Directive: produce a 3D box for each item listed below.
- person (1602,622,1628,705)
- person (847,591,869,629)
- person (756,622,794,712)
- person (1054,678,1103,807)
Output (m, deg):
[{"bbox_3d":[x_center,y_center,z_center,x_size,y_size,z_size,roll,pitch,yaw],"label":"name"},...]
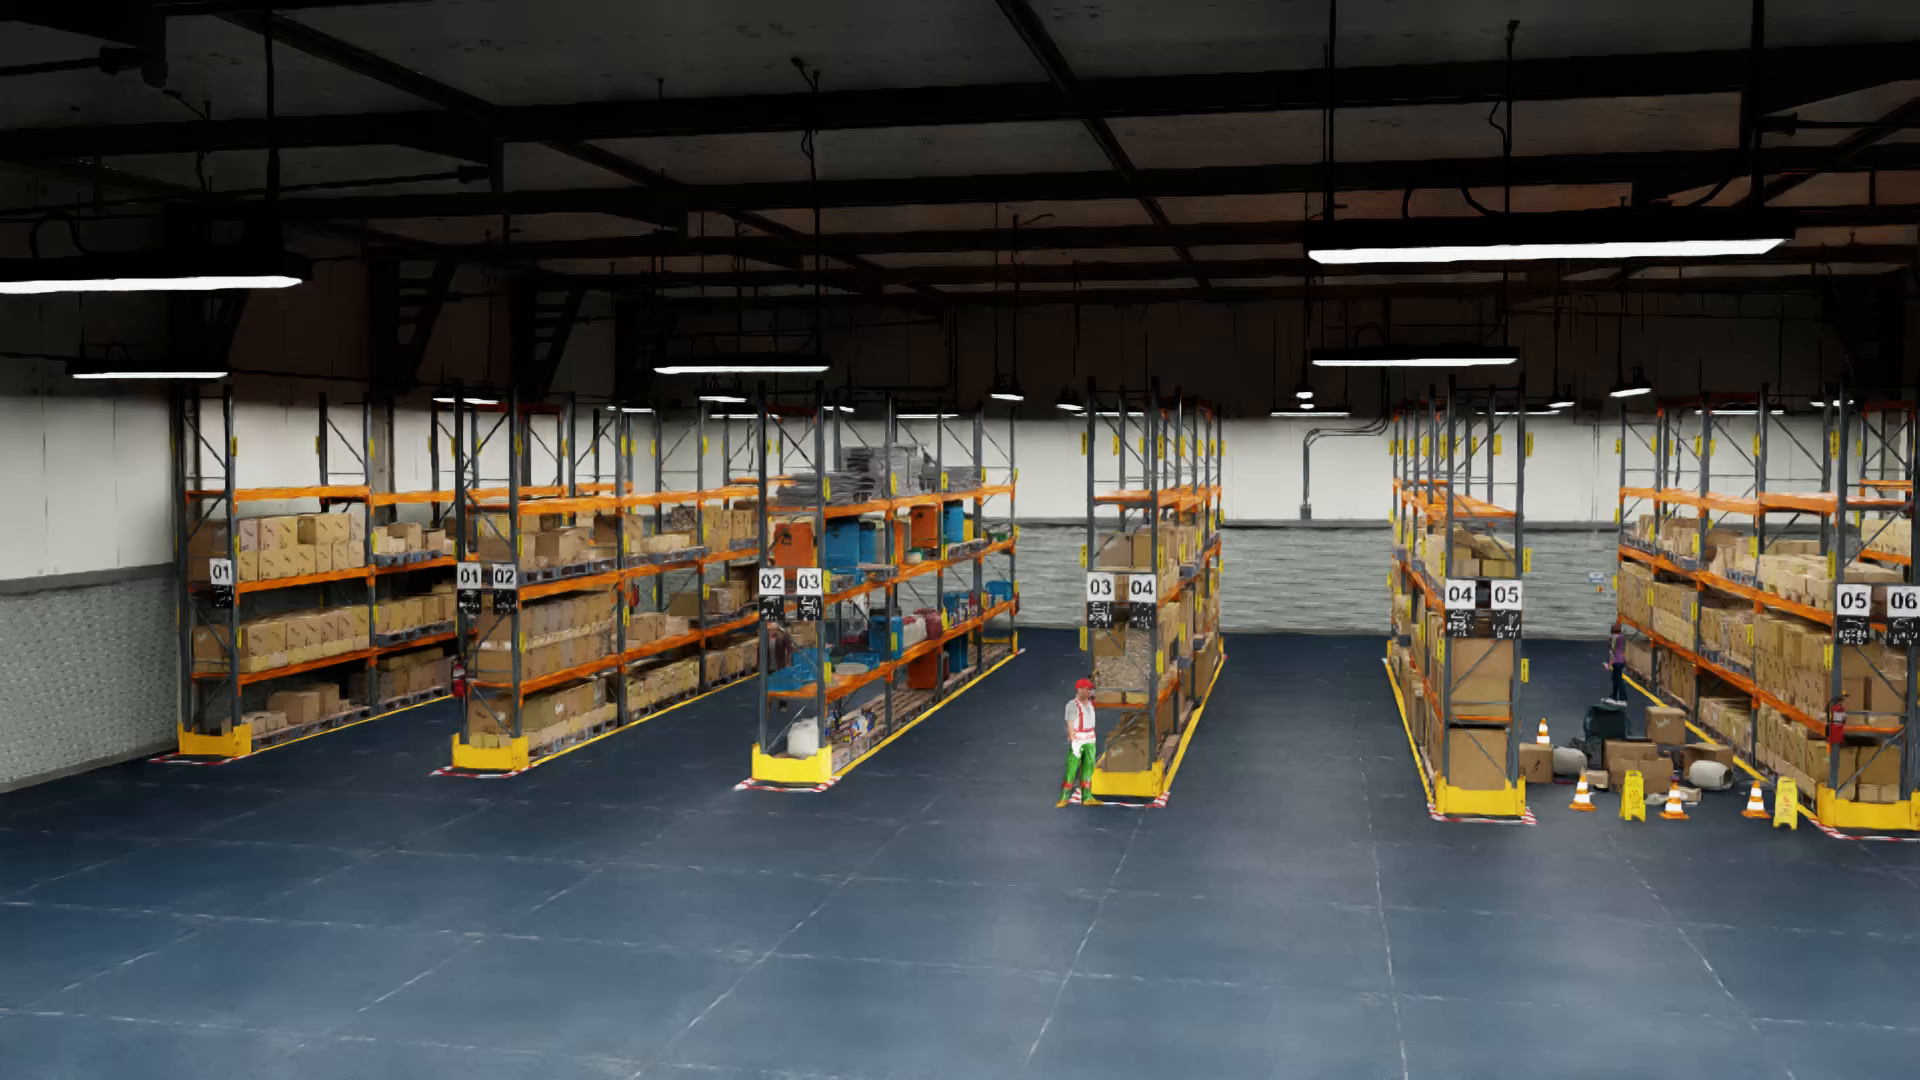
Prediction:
[{"bbox_3d":[12.723,2.386,32.282,0.532,1.587,0.535,2,4,37],"label":"person"},{"bbox_3d":[-2.766,1.656,44.538,0.708,1.702,0.843,0,3,-5],"label":"person"},{"bbox_3d":[-3.486,2.388,31.327,0.729,1.733,0.546,1,3,10],"label":"person"},{"bbox_3d":[1.639,2.814,23.081,0.692,1.792,0.449,-3,4,-42],"label":"person"}]
